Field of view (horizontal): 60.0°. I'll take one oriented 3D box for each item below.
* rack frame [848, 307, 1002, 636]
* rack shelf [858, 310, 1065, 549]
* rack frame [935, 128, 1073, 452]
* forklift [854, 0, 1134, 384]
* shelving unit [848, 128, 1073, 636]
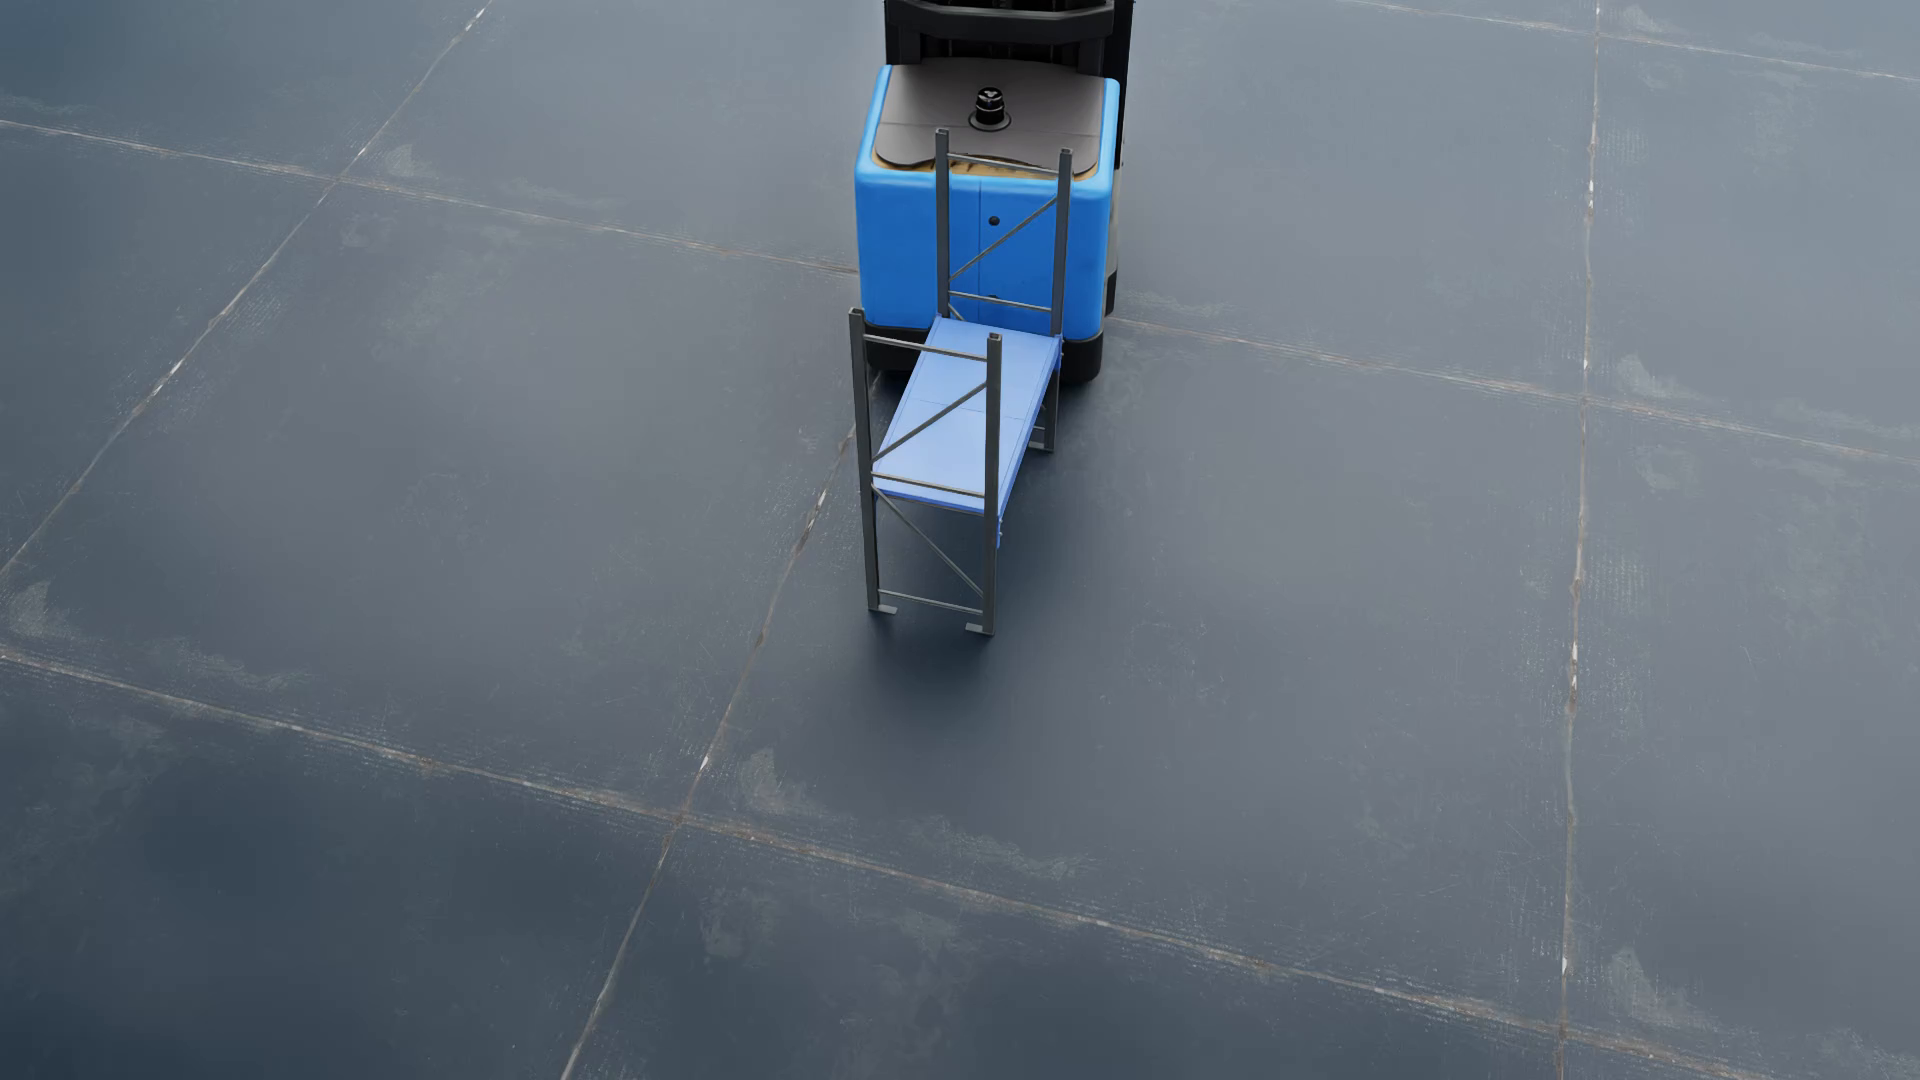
[{"bbox_3d":[-0.111,-0.190,5.836,0.500,1.500,0.032,12,50,10],"label":"rack frame"},{"bbox_3d":[0.022,-0.439,6.296,0.538,0.185,1.000,12,50,10],"label":"rack shelf"},{"bbox_3d":[0.156,-0.926,6.486,0.500,1.500,0.032,12,50,10],"label":"rack frame"},{"bbox_3d":[-7.637,2.150,2.817,15.389,2.935,17.733,5,49,4],"label":"forklift"},{"bbox_3d":[0.022,-0.558,6.161,0.538,1.500,1.048,12,50,10],"label":"shelving unit"}]
